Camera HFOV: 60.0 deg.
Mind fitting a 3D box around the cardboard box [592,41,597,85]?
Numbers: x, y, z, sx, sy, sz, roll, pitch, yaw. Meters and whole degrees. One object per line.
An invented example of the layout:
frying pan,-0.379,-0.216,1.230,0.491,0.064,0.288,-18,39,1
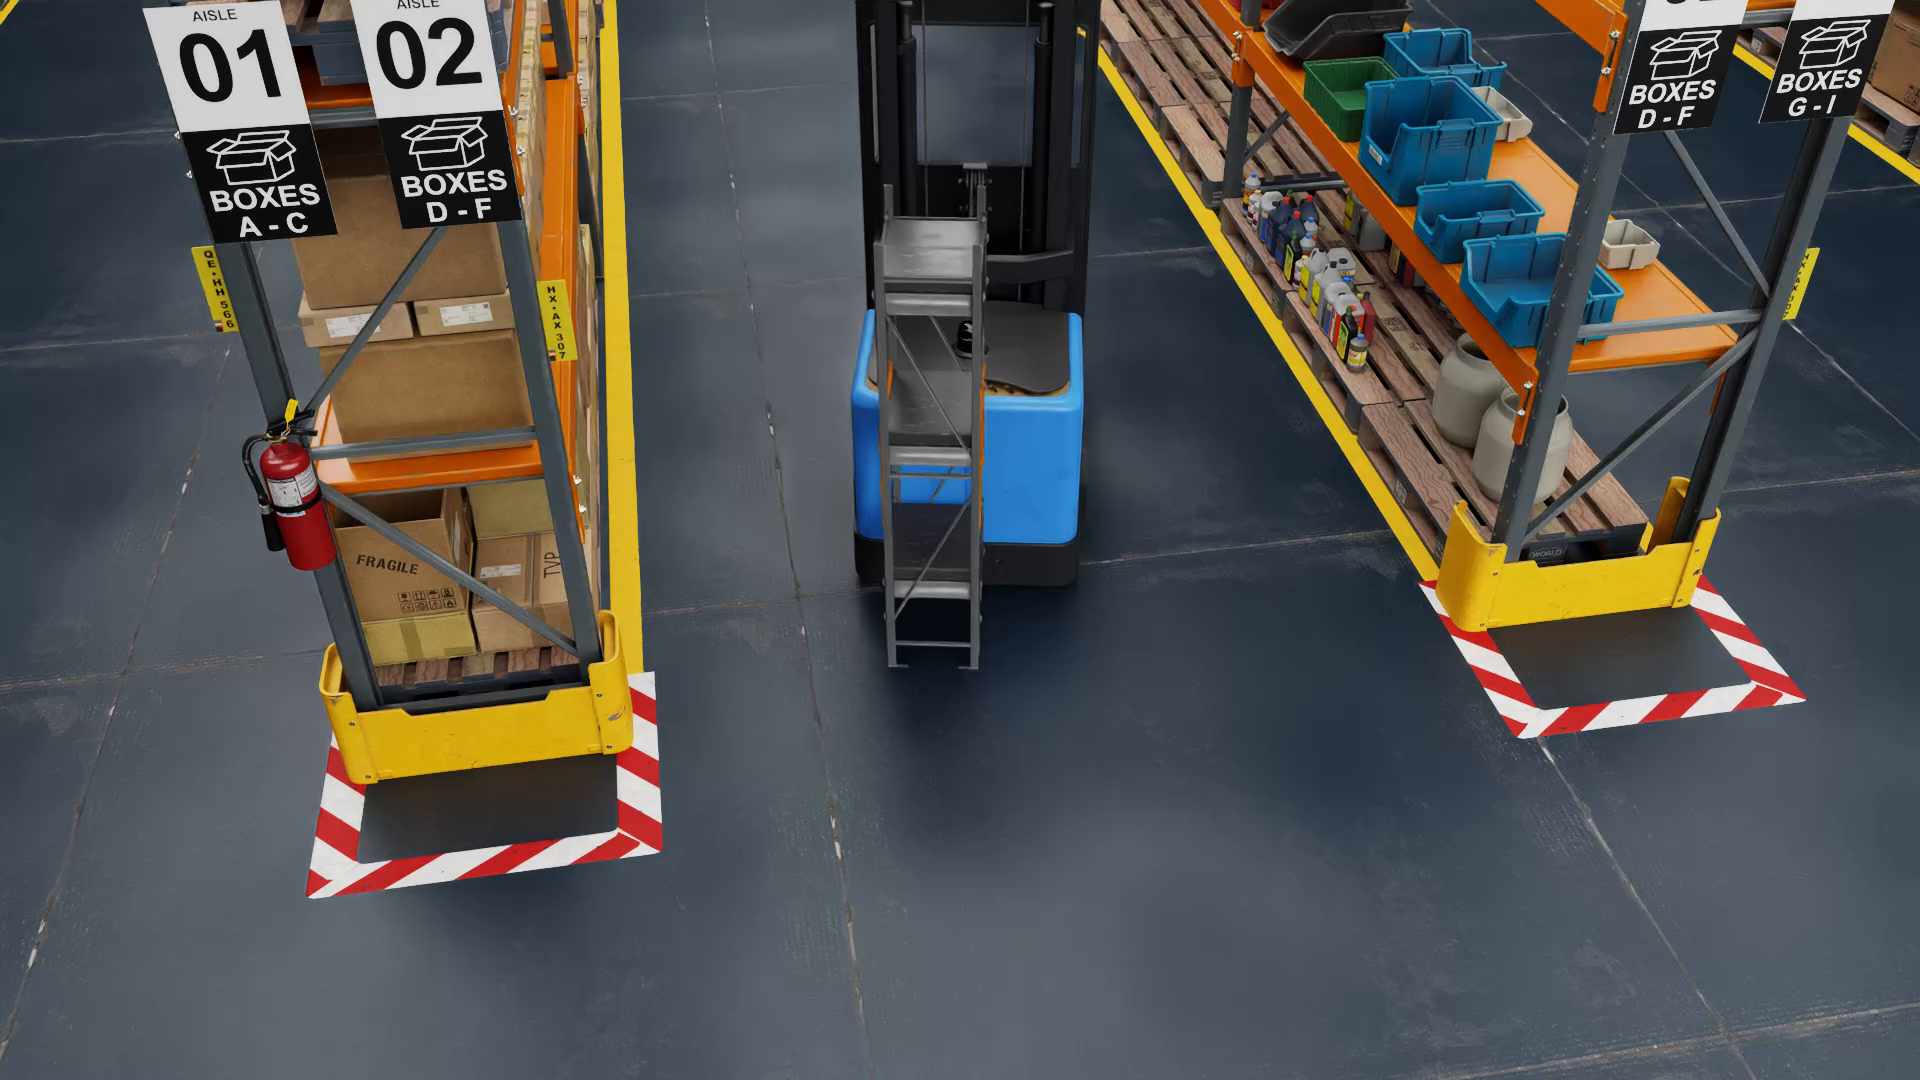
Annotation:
cardboard box,-2.877,-3.358,11.926,0.500,0.250,0.500,-5,38,-7

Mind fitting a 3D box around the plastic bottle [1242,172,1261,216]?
plastic bottle,1.815,-2.155,10.345,0.097,0.271,0.097,0,38,0

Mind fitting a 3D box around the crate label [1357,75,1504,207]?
crate label,2.303,-1.979,8.224,0.502,0.435,0.616,-6,38,-8

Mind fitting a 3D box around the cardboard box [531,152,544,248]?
cardboard box,-2.329,-1.610,7.696,0.700,0.500,0.500,-5,38,-7

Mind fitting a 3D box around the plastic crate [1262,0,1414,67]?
plastic crate,2.157,-2.944,9.545,0.767,0.338,0.504,-6,38,-8

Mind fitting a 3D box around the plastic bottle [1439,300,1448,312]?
plastic bottle,2.786,-1.407,9.439,0.097,0.201,0.097,0,38,0

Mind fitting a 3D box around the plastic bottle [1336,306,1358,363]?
plastic bottle,2.100,-1.114,8.995,0.061,0.283,0.133,-5,38,-7

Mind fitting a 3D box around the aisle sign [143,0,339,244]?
aisle sign,-2.263,-1.307,5.269,0.394,0.787,0.004,-6,38,-8

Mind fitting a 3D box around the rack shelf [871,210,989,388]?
rack shelf,-0.109,-0.949,6.541,0.431,0.518,0.480,1,38,2

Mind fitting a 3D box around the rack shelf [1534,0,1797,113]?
rack shelf,2.541,-2.991,7.696,1.077,0.370,4.000,-6,38,-8

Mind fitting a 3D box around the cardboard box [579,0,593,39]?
cardboard box,-2.956,-3.883,12.144,0.500,0.311,0.500,-7,38,-9

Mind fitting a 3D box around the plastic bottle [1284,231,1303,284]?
plastic bottle,1.944,-1.649,9.683,0.061,0.283,0.133,-5,38,-6

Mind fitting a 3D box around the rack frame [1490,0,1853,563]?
rack frame,2.892,-0.883,6.841,1.000,3.000,0.127,-6,38,-8

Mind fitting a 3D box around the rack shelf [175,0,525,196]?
rack shelf,-2.336,-2.461,7.014,1.077,0.370,4.000,-6,38,-8

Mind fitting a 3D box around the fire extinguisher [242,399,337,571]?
fire extinguisher,-2.422,-0.200,6.026,0.296,0.674,0.183,-6,38,-8

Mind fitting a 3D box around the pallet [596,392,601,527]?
pallet,-2.372,-0.444,8.549,1.003,0.211,1.213,-6,38,-8

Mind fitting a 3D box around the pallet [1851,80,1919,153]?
pallet,6.929,-3.200,12.097,1.003,0.211,1.213,-6,38,-8

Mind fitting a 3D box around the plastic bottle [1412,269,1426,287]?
plastic bottle,2.702,-1.629,9.664,0.152,0.276,0.135,-6,38,-7

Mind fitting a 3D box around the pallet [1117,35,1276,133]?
pallet,1.797,-3.406,12.362,1.003,0.211,1.213,-6,38,-8

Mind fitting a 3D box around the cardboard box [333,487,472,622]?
cardboard box,-2.373,-0.020,7.019,0.500,0.500,0.500,-6,38,-8

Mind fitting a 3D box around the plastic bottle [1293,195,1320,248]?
plastic bottle,2.065,-1.910,9.964,0.144,0.351,0.185,-6,38,-8

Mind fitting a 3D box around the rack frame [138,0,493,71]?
rack frame,-1.986,-2.721,4.318,1.000,3.000,0.127,-6,38,-8

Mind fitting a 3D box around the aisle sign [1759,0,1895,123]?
aisle sign,3.193,-1.897,6.028,0.394,0.787,0.004,-6,38,-8

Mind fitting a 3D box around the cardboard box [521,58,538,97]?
cardboard box,-2.207,-2.156,7.869,0.380,0.149,0.250,-5,38,-7

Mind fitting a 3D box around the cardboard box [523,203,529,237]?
cardboard box,-1.934,-1.218,6.662,0.380,0.149,0.250,-6,38,-8

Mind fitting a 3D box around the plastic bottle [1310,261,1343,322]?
plastic bottle,2.064,-1.411,9.322,0.144,0.351,0.185,-5,38,-6

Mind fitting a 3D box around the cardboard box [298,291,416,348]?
cardboard box,-2.240,-0.858,6.199,0.380,0.149,0.250,-7,38,-9

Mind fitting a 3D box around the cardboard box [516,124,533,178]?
cardboard box,-2.070,-1.686,7.264,0.380,0.149,0.250,-7,38,-9

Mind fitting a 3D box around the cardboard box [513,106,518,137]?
cardboard box,-2.251,-1.841,6.935,0.700,0.500,0.500,-6,38,-8

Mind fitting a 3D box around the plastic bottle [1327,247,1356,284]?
plastic bottle,2.172,-1.525,9.529,0.152,0.276,0.135,-6,38,-8

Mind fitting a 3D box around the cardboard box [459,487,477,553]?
cardboard box,-2.470,-0.025,7.636,0.500,0.250,0.500,-6,38,-8

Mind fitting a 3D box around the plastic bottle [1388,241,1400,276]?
plastic bottle,2.581,-1.704,9.754,0.061,0.283,0.133,-6,38,-8

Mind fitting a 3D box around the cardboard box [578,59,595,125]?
cardboard box,-2.689,-2.961,10.959,0.500,0.311,0.500,-7,38,-9

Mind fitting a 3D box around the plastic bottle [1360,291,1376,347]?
plastic bottle,2.226,-1.213,9.122,0.061,0.283,0.133,-6,38,-8

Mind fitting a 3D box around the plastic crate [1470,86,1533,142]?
plastic crate,2.724,-2.241,8.805,0.530,0.136,0.437,-6,38,-8

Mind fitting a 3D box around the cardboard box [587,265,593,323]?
cardboard box,-2.313,-1.289,9.262,0.500,0.250,0.500,-6,38,-8

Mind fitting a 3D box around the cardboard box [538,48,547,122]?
cardboard box,-2.603,-2.540,8.893,0.700,0.500,0.500,-7,38,-9

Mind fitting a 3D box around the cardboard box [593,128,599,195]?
cardboard box,-2.602,-2.427,10.728,0.500,0.250,0.500,-5,38,-7

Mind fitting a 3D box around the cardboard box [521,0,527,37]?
cardboard box,-2.513,-2.748,8.103,0.700,0.500,0.500,-6,38,-8

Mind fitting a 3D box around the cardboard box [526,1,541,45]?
cardboard box,-2.339,-2.615,8.461,0.380,0.149,0.250,-7,38,-9

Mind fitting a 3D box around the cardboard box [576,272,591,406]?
cardboard box,-2.121,-0.982,8.257,0.500,0.500,0.500,-6,38,-8

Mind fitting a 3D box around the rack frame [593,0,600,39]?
rack frame,-3.388,-5.184,12.378,1.000,3.000,0.127,-6,38,-8

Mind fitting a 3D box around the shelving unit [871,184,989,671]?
shelving unit,-0.109,-0.407,6.963,0.431,2.100,0.503,1,38,2

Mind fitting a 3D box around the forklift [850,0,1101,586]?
forklift,0.091,-1.823,8.108,1.130,2.935,3.031,1,38,2

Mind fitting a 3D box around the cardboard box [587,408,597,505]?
cardboard box,-2.039,-0.384,8.098,0.500,0.250,0.500,-6,38,-8

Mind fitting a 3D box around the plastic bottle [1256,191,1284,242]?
plastic bottle,1.898,-1.965,10.096,0.152,0.276,0.135,-5,38,-6

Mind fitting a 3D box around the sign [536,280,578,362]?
sign,-1.438,-0.781,5.941,0.100,0.325,0.005,-6,38,-8

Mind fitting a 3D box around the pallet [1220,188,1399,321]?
pallet,2.267,-1.787,10.279,1.003,0.211,1.213,-6,38,-8
